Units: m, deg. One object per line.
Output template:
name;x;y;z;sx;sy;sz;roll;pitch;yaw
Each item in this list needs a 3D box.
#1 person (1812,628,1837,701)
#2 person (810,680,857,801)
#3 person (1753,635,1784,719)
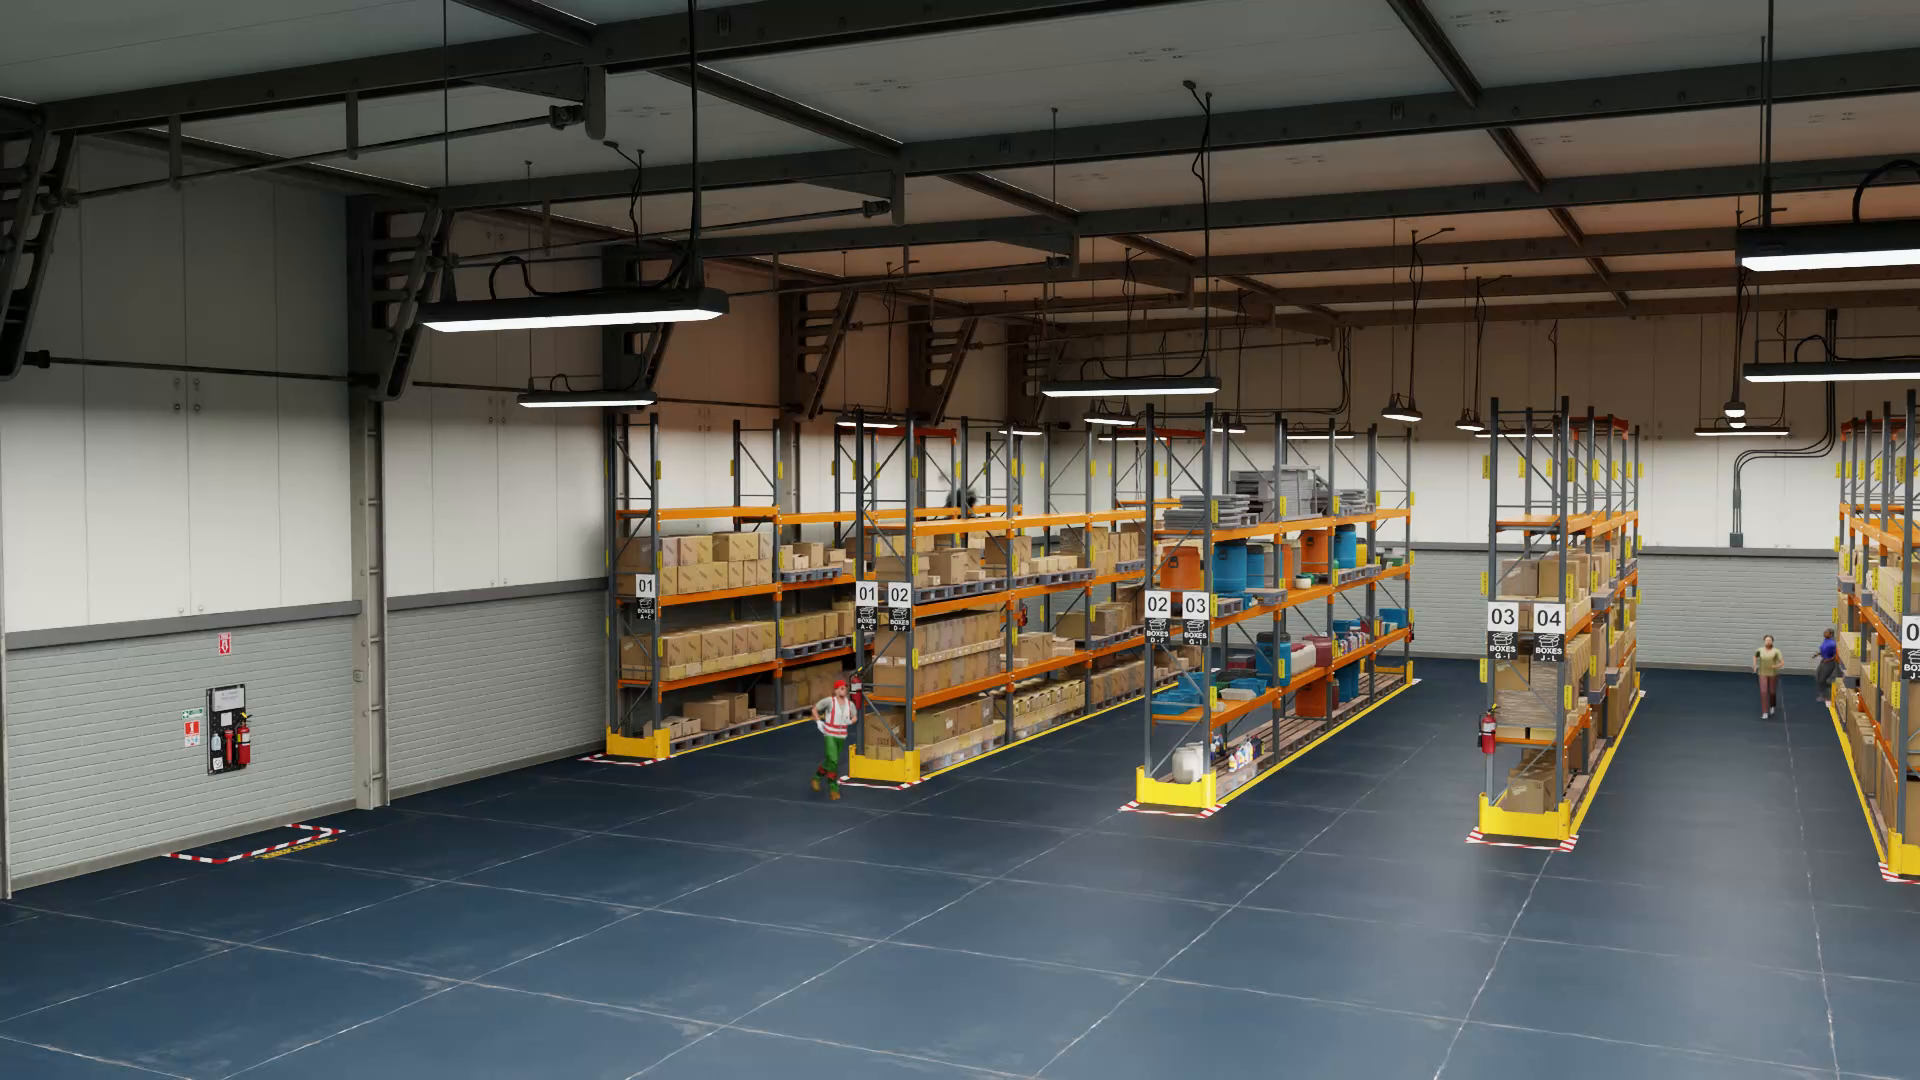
person;18.828;2.703;36.012;0.613;1.606;0.606;0;2;1
person;-1.904;3.043;25.602;0.673;1.799;0.900;-2;3;-37
person;16.323;2.745;33.596;0.591;1.662;0.854;1;3;30
